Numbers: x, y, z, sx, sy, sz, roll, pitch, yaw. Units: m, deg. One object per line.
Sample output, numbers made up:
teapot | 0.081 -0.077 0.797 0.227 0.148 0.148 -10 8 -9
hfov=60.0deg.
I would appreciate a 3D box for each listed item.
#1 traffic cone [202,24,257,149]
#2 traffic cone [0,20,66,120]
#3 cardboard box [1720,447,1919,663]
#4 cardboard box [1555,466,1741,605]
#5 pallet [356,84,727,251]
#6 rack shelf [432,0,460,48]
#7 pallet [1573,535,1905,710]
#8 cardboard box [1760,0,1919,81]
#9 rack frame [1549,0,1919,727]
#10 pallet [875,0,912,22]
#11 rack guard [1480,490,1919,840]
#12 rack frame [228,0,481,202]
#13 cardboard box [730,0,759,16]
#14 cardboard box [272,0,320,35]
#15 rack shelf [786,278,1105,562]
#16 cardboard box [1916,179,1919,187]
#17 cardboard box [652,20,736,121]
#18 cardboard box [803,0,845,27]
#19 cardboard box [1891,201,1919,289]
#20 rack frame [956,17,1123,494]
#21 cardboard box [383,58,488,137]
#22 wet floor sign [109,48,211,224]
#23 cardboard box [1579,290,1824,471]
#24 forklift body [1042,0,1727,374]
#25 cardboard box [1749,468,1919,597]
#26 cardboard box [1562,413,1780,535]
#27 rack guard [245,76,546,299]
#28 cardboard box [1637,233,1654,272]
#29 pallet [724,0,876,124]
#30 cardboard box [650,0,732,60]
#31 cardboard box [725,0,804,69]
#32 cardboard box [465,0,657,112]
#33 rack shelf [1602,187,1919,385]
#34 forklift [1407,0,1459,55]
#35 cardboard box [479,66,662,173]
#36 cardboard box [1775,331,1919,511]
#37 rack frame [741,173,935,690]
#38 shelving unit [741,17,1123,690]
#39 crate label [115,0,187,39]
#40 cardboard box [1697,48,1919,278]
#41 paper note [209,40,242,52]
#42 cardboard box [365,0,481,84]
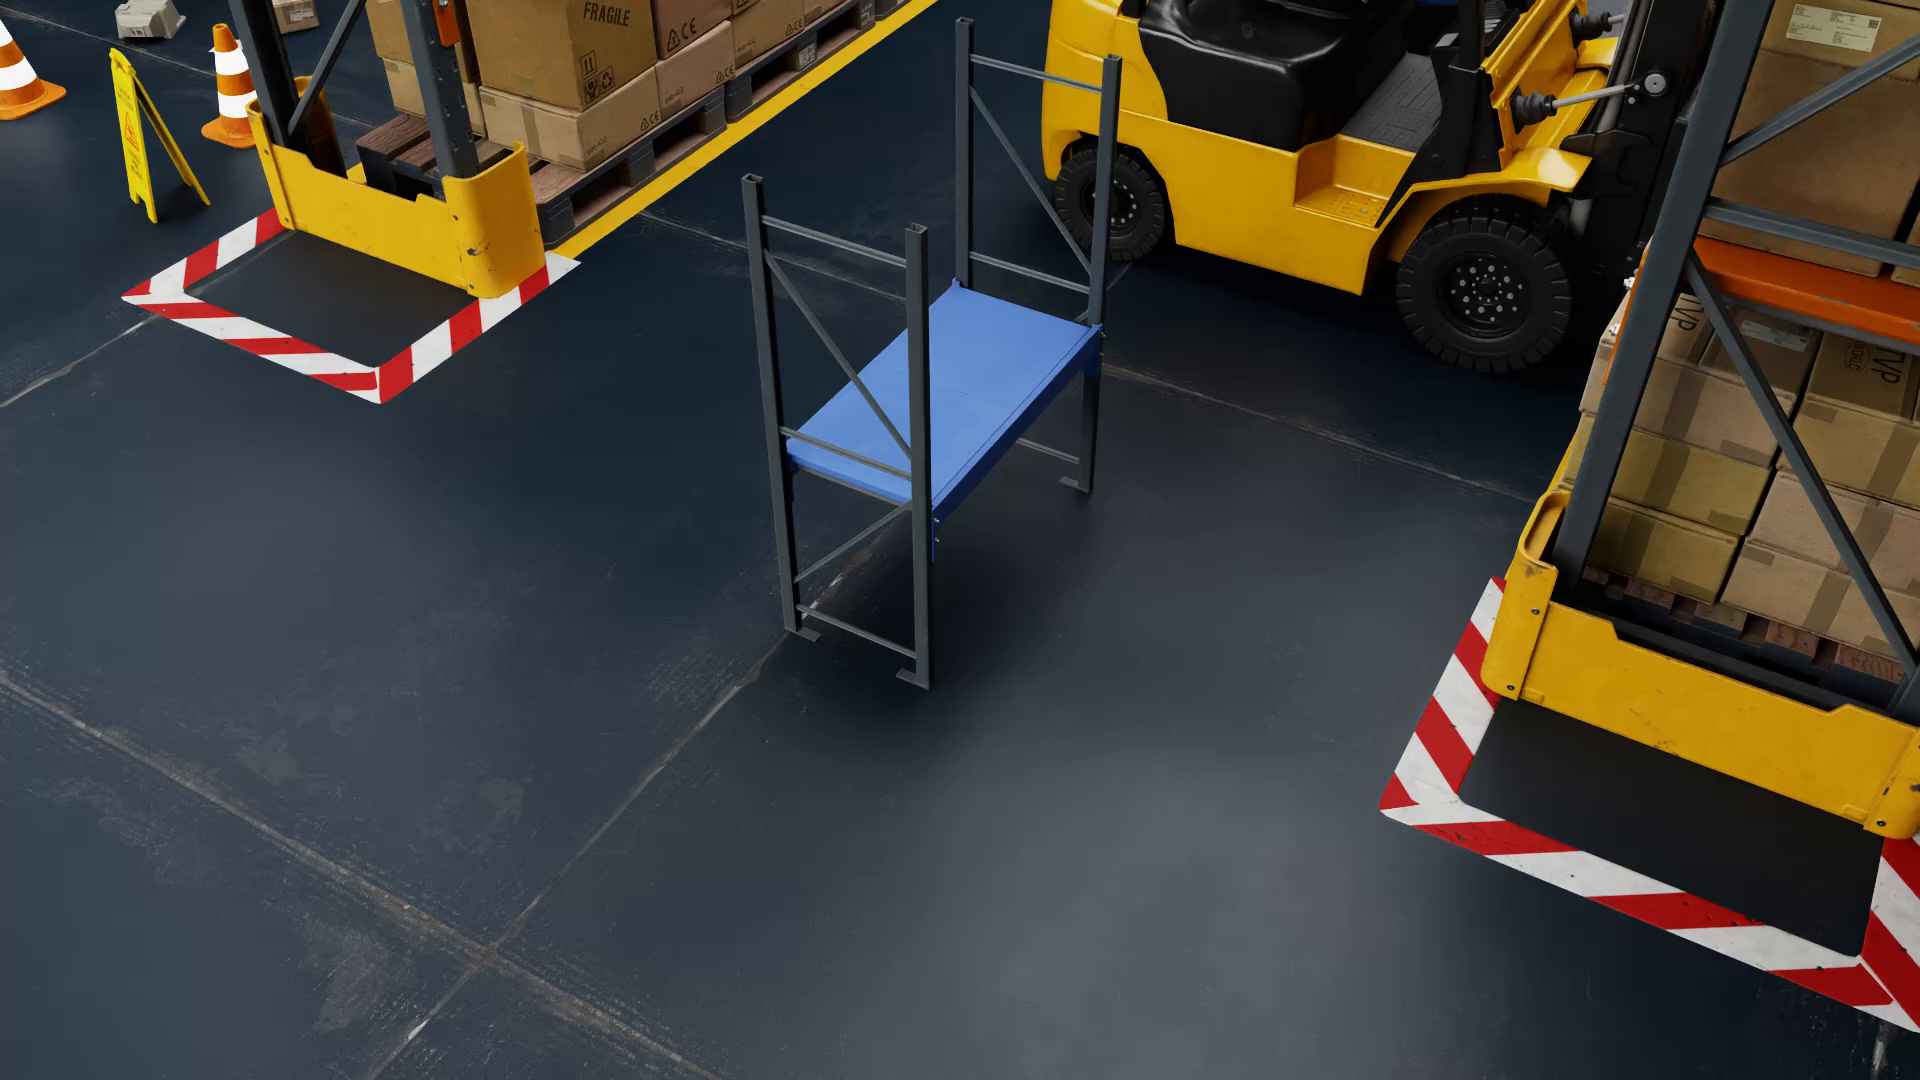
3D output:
traffic cone | -3.119 -1.989 7.159 0.336 0.463 0.334 21 45 22
traffic cone | -4.250 -2.162 7.355 0.336 0.463 0.334 21 45 22
cardboard box | 2.497 0.029 4.711 0.500 0.250 0.500 21 46 22
cardboard box | 2.044 -0.128 4.889 0.500 0.250 0.500 21 46 22
pallet | -1.742 -1.719 7.042 1.003 0.211 1.213 21 45 22
rack shelf | -1.216 -3.143 7.094 1.077 0.370 4.000 21 45 22
pallet | 2.429 -0.034 5.129 1.003 0.211 1.213 21 45 22
cardboard box | 2.013 -1.201 3.778 0.380 0.149 0.250 22 46 23
rack frame | 2.082 -0.629 3.695 1.000 3.000 0.127 21 45 22
pallet | -0.521 -3.115 8.628 1.003 0.211 1.213 21 45 22
rack guard | 2.070 0.322 4.506 1.175 0.500 0.348 21 45 22
rack frame | -2.217 -2.269 5.557 1.000 3.000 0.127 21 45 22
cardboard box | -1.047 -2.645 7.179 0.500 0.500 0.500 22 46 23
cardboard box | -3.311 -2.617 8.109 0.250 0.149 0.380 -21 45 -22
rack shelf | -0.043 -0.379 4.818 0.538 0.185 1.000 21 45 22
cardboard box | 2.812 -1.164 4.226 0.500 0.500 0.500 22 46 23
cardboard box | -1.312 -2.054 7.076 0.500 0.250 0.500 23 46 24
cardboard box | -0.795 -2.659 7.762 0.500 0.250 0.500 22 46 23
cardboard box | 2.571 -0.858 3.880 0.500 0.500 0.500 22 46 23
rack frame | 0.212 -0.805 5.029 0.500 1.500 0.032 21 45 22
cardboard box | -2.034 -1.960 6.969 0.500 0.250 0.500 21 45 22
wet floor sign | -3.239 -1.630 6.613 0.232 0.644 0.267 -29 49 -29
cardboard box | 2.043 -0.497 4.551 0.500 0.250 0.500 22 46 23
forklift body | 1.452 -1.999 5.893 2.313 2.155 1.214 21 45 22
cardboard box | 2.497 -0.143 4.527 0.500 0.250 0.500 22 46 23
cardboard box | 2.055 -0.325 4.733 0.500 0.250 0.500 20 45 22
rack guard | -2.179 -1.374 6.432 1.175 0.500 0.348 21 45 22
cardboard box | 2.293 -0.791 4.885 0.500 0.250 0.500 22 46 23
pallet | -1.131 -2.414 7.832 1.003 0.211 1.213 21 45 22
cardboard box | -1.305 -2.360 6.856 0.500 0.500 0.500 19 45 21
cardboard box | -1.050 -2.371 7.435 0.500 0.250 0.500 24 47 25
cardboard box | -1.563 -2.060 6.515 0.500 0.500 0.500 19 45 21
rack shelf | 3.083 -1.504 5.232 1.077 0.370 4.000 21 45 22
forklift | 2.168 -4.289 7.903 1.130 2.935 3.031 -1 41 -1
cardboard box | -1.574 -1.765 6.747 0.500 0.250 0.500 21 45 22
cardboard box | 2.487 -0.343 4.376 0.500 0.250 0.500 20 45 21
rack frame | -0.297 -0.223 4.369 0.500 1.500 0.032 21 45 22
shelving unit | -0.043 -0.514 4.699 0.538 1.500 1.048 21 45 22
crate label | -3.910 -2.510 7.997 0.250 0.136 0.298 0 41 0
cardboard box | 2.101 -1.035 4.080 0.500 0.500 0.500 20 45 21
paper note | -3.468 -2.354 7.900 0.148 0.019 0.142 7 42 8
cardboard box | -2.042 -2.221 6.697 0.500 0.500 0.500 21 46 22
